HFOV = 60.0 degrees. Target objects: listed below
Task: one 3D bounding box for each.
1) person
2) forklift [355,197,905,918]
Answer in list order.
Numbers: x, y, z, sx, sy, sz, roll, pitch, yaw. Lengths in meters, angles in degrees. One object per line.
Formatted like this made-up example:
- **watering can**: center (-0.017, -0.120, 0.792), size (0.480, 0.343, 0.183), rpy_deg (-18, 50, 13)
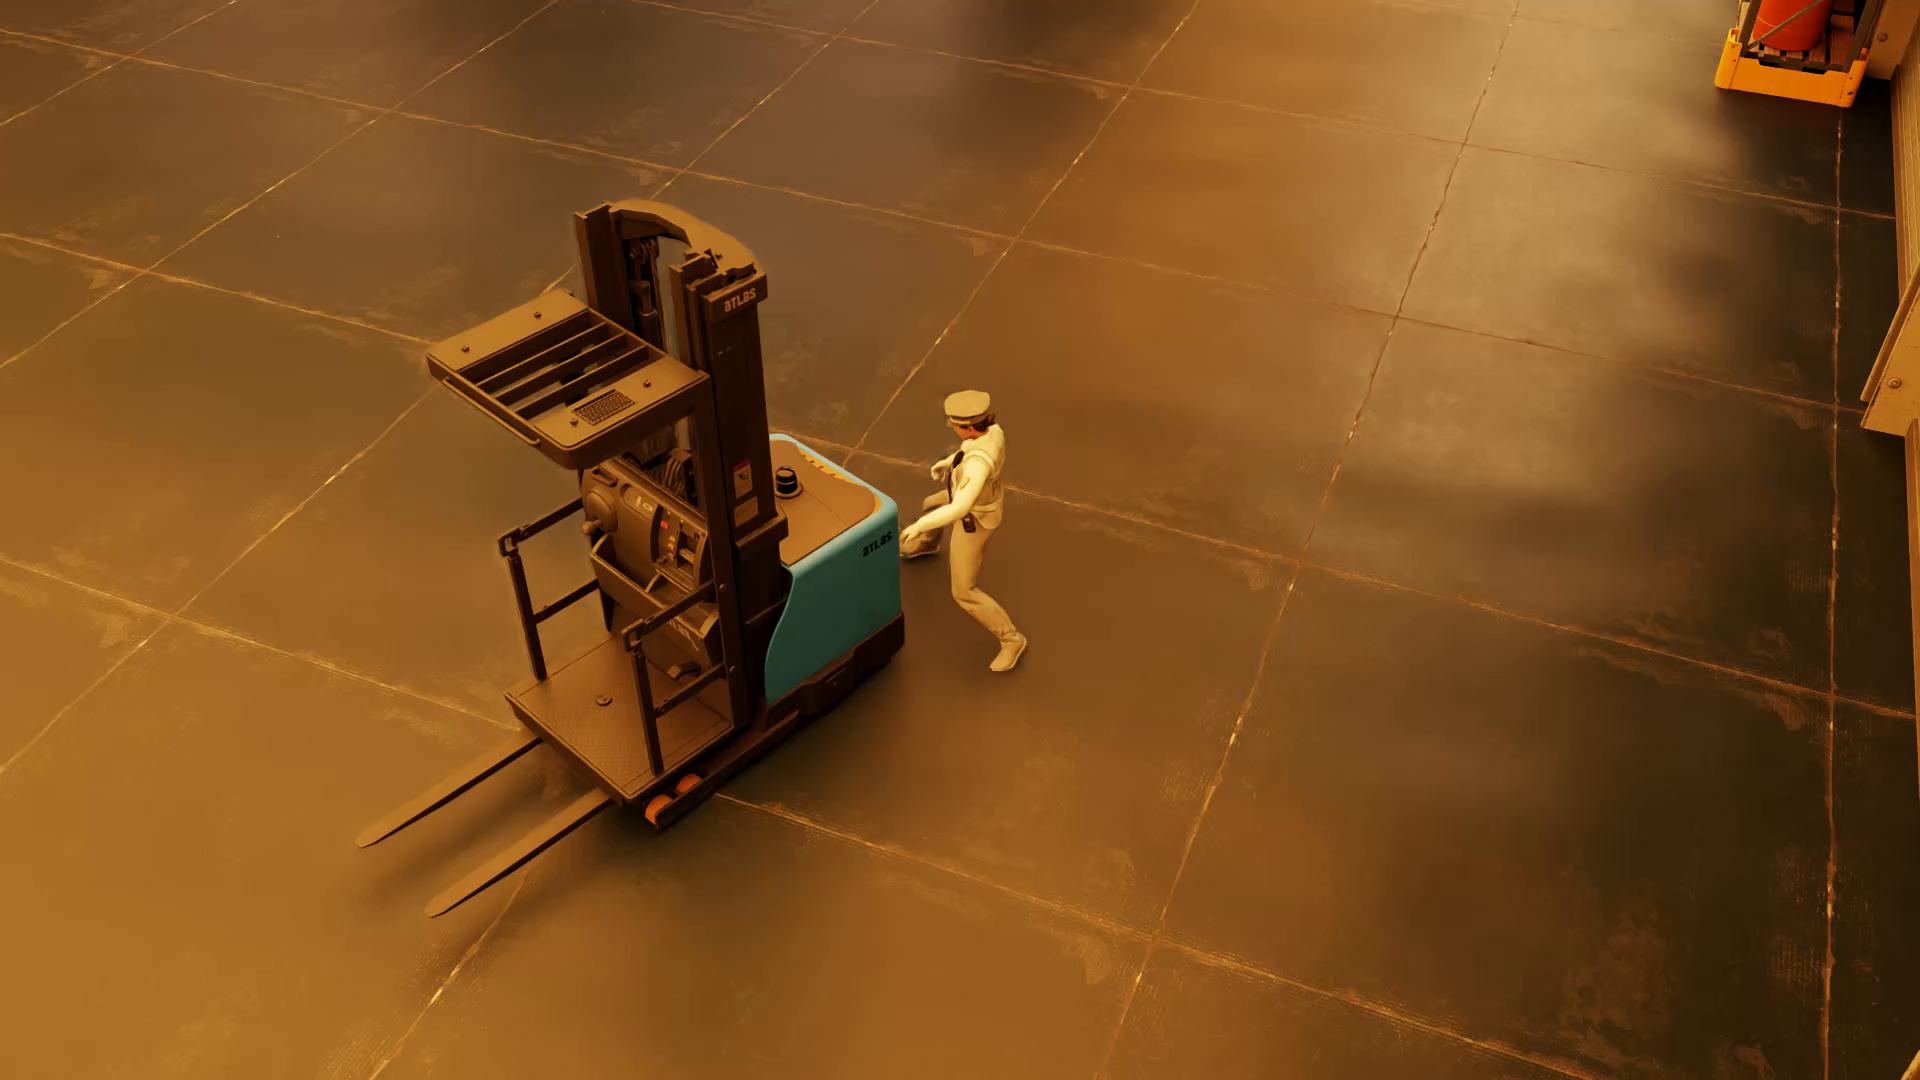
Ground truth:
- **person**: center (-0.017, -0.164, 9.359), size (0.928, 1.518, 1.001), rpy_deg (7, 40, 8)
- **forklift**: center (-1.693, -0.027, 8.039), size (1.130, 2.935, 3.031), rpy_deg (31, 49, 32)
